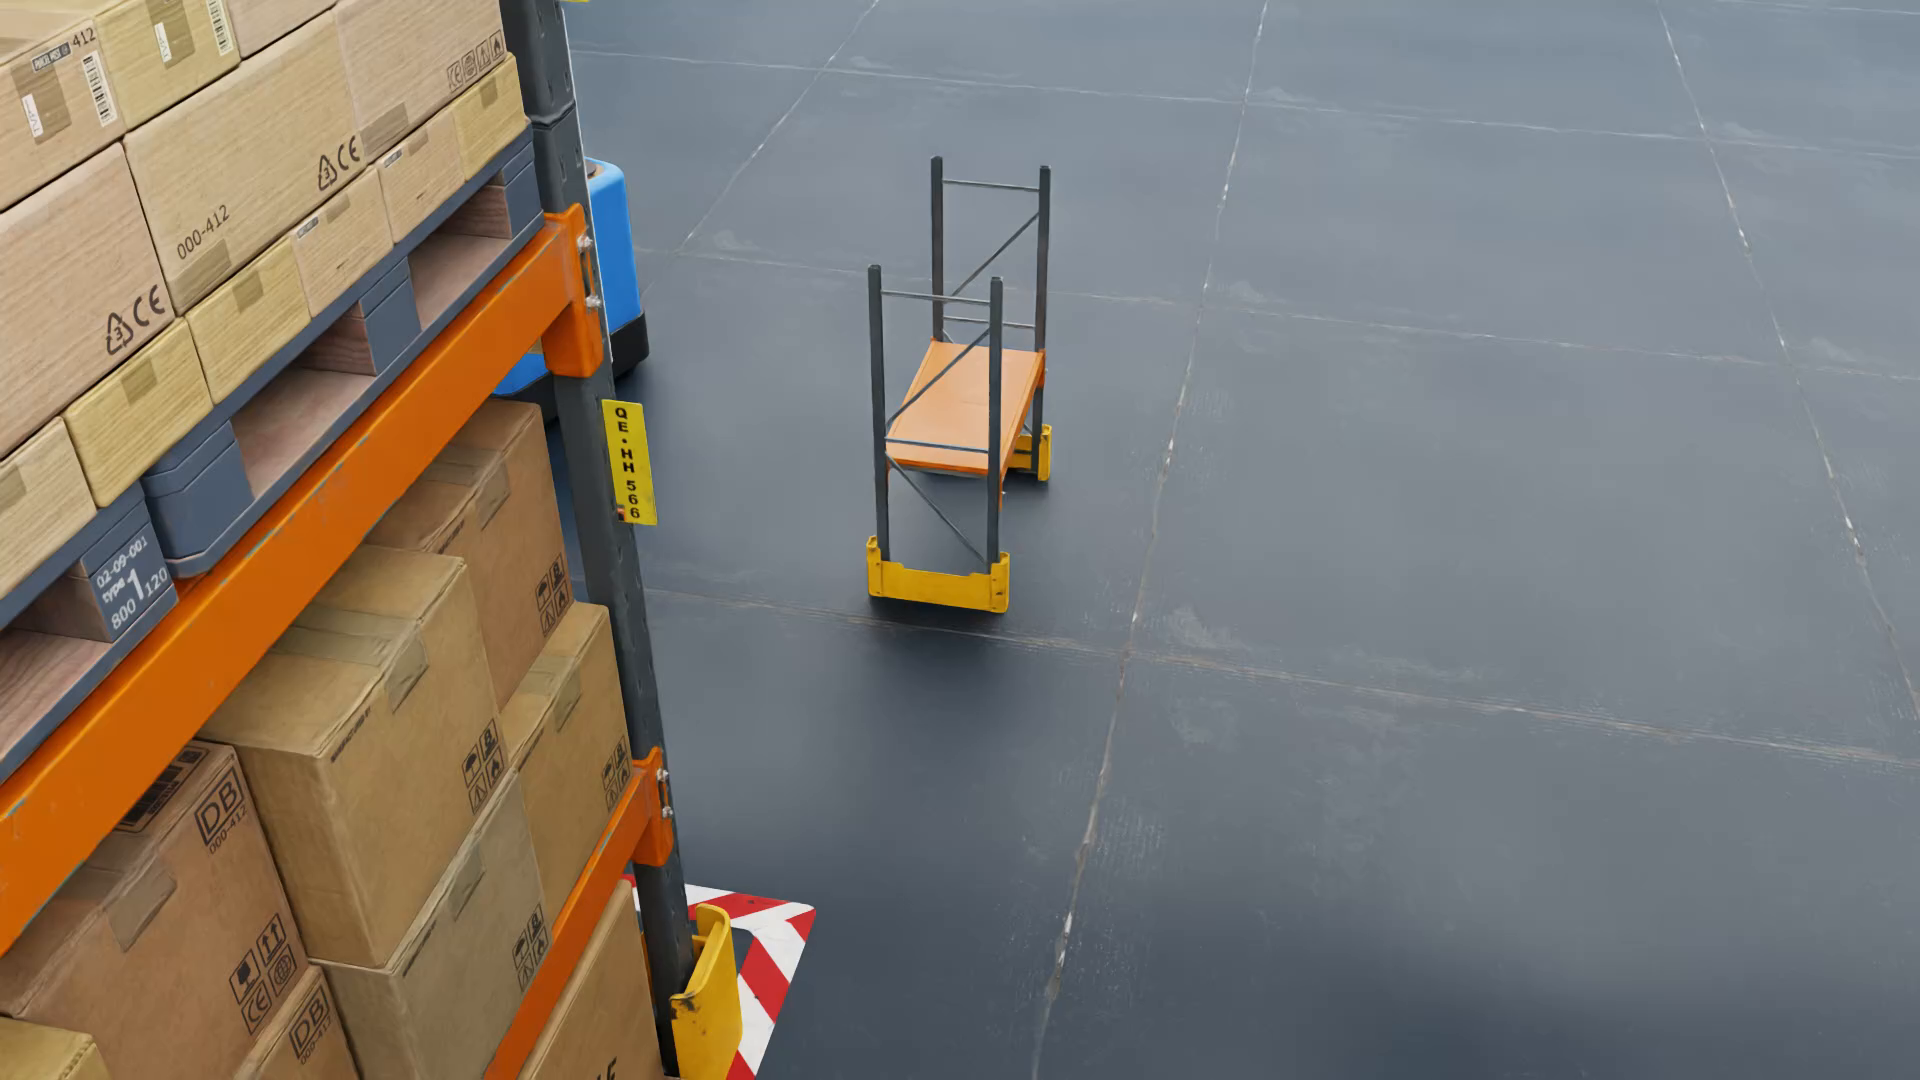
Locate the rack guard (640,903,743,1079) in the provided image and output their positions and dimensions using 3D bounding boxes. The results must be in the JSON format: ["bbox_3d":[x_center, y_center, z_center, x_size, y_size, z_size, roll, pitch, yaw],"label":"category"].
[{"bbox_3d":[-1.267,1.316,5.008,1.175,0.500,0.348,7,37,10],"label":"rack guard"}]

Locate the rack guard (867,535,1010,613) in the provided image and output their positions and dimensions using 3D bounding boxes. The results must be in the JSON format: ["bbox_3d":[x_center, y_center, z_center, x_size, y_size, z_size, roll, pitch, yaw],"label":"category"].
[{"bbox_3d":[-0.090,0.141,6.843,0.587,0.250,0.087,7,37,10],"label":"rack guard"}]

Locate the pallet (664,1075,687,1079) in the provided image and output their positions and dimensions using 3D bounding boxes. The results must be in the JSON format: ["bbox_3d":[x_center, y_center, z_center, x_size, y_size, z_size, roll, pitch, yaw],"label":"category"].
[{"bbox_3d":[-1.367,1.915,4.428,1.003,0.211,1.213,7,37,10],"label":"pallet"}]

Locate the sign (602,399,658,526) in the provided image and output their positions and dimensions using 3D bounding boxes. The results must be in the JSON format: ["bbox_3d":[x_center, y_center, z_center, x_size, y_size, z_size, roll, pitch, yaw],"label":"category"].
[{"bbox_3d":[-0.745,-0.171,3.742,0.100,0.325,0.005,7,37,10],"label":"sign"}]

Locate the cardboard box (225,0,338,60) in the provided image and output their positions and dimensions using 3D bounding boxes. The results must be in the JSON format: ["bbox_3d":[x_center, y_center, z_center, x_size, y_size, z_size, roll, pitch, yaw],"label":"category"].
[{"bbox_3d":[-1.122,-0.803,2.338,0.380,0.149,0.250,8,37,11],"label":"cardboard box"}]

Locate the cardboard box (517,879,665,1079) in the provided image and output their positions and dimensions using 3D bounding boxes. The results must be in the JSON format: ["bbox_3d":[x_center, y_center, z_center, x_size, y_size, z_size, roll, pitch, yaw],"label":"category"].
[{"bbox_3d":[-1.353,1.405,4.208,0.875,0.875,0.875,8,37,10],"label":"cardboard box"}]

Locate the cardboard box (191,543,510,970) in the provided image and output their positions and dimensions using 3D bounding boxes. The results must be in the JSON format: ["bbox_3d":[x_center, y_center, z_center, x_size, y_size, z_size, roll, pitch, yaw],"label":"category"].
[{"bbox_3d":[-1.417,0.354,3.157,0.875,0.550,0.550,7,37,10],"label":"cardboard box"}]

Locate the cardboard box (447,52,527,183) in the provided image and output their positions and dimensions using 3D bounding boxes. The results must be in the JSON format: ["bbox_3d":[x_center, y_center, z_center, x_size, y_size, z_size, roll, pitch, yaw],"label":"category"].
[{"bbox_3d":[-1.012,-0.773,2.975,0.380,0.149,0.250,7,37,10],"label":"cardboard box"}]

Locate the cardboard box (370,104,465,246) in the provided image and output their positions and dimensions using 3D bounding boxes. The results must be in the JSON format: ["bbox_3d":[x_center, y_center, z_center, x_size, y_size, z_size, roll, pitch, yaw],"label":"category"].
[{"bbox_3d":[-1.067,-0.628,2.776,0.380,0.149,0.250,8,37,10],"label":"cardboard box"}]

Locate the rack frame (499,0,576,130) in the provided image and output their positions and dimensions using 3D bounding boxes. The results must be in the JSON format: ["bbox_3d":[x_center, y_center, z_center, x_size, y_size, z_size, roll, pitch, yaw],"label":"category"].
[{"bbox_3d":[-1.272,-2.112,2.495,1.000,3.000,0.127,7,37,10],"label":"rack frame"}]

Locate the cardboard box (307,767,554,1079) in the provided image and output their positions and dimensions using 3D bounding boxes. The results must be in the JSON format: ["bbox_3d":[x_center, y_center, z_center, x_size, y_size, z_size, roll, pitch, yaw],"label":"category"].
[{"bbox_3d":[-1.403,0.793,3.472,0.875,0.550,0.550,7,37,10],"label":"cardboard box"}]

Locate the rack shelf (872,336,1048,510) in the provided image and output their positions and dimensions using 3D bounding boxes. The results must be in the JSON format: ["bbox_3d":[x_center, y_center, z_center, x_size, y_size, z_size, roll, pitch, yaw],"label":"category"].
[{"bbox_3d":[0.018,-0.511,6.983,0.538,0.185,1.000,7,37,10],"label":"rack shelf"}]

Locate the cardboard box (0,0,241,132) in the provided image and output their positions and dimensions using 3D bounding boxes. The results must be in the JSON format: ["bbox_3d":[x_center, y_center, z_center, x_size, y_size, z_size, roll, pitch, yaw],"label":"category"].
[{"bbox_3d":[-1.176,-0.655,2.133,0.380,0.149,0.250,8,37,11],"label":"cardboard box"}]

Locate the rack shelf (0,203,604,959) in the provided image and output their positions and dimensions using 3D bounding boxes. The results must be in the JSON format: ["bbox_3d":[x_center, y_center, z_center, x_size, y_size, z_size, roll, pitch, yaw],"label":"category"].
[{"bbox_3d":[-1.699,0.541,2.005,1.077,0.370,4.000,7,37,10],"label":"rack shelf"}]

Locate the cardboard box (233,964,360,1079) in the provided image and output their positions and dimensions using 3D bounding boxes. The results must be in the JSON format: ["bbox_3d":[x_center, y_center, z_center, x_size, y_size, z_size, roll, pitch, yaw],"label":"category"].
[{"bbox_3d":[-1.646,1.099,3.050,0.875,0.550,0.550,7,37,10],"label":"cardboard box"}]

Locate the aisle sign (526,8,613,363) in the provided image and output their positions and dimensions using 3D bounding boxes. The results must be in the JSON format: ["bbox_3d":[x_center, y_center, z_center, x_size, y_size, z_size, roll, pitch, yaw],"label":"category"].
[{"bbox_3d":[-0.964,-0.738,3.497,0.394,0.787,0.004,7,37,10],"label":"aisle sign"}]

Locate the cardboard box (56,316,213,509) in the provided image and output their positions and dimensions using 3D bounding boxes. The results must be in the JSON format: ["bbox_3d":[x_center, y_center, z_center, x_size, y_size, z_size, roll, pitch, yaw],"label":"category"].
[{"bbox_3d":[-1.230,-0.189,2.170,0.380,0.149,0.250,7,36,9],"label":"cardboard box"}]

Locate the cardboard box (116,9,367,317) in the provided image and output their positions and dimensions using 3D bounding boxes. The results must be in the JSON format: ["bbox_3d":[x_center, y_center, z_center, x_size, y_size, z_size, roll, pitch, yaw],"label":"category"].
[{"bbox_3d":[-1.211,-0.565,2.349,0.500,0.250,0.500,7,37,10],"label":"cardboard box"}]

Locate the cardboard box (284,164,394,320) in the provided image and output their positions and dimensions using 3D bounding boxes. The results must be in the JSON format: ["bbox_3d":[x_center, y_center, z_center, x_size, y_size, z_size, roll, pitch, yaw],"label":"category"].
[{"bbox_3d":[-1.121,-0.481,2.573,0.380,0.149,0.250,8,37,11],"label":"cardboard box"}]

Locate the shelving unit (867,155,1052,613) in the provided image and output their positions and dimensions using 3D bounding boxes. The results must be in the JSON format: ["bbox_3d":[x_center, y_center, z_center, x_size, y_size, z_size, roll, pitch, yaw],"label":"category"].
[{"bbox_3d":[0.016,-0.651,6.870,0.587,1.500,1.083,7,37,10],"label":"shelving unit"}]

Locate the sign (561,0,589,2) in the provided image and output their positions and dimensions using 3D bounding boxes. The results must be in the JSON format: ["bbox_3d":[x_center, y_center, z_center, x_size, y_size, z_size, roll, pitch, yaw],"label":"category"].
[{"bbox_3d":[-0.745,-1.148,3.034,0.100,0.325,0.005,7,37,10],"label":"sign"}]

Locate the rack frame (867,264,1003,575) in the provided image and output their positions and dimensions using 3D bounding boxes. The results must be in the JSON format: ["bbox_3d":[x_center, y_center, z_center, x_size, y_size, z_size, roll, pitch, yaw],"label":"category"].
[{"bbox_3d":[-0.090,-0.365,6.475,0.500,1.500,0.032,7,37,10],"label":"rack frame"}]

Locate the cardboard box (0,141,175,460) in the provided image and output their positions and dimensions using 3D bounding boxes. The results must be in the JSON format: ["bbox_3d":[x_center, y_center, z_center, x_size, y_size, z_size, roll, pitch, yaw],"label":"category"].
[{"bbox_3d":[-1.320,-0.277,1.952,0.500,0.250,0.500,7,37,10],"label":"cardboard box"}]

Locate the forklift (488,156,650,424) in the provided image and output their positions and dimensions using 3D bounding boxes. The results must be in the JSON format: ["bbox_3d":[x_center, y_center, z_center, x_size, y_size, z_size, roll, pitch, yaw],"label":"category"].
[{"bbox_3d":[-3.102,-2.294,7.918,3.031,2.935,1.130,20,40,25],"label":"forklift"}]

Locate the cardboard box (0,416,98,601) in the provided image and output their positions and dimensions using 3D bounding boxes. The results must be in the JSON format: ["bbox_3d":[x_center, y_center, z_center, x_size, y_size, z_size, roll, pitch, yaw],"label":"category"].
[{"bbox_3d":[-1.284,-0.044,1.970,0.380,0.149,0.250,8,37,10],"label":"cardboard box"}]

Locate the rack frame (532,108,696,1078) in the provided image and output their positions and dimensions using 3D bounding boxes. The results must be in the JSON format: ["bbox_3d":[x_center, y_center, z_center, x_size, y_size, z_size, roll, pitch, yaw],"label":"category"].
[{"bbox_3d":[-1.272,0.318,4.256,1.000,3.000,0.127,7,37,10],"label":"rack frame"}]

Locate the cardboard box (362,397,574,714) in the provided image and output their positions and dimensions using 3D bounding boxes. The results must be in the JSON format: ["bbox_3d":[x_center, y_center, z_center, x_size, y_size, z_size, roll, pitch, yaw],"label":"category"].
[{"bbox_3d":[-1.389,0.027,3.608,0.875,0.550,0.550,7,37,10],"label":"cardboard box"}]

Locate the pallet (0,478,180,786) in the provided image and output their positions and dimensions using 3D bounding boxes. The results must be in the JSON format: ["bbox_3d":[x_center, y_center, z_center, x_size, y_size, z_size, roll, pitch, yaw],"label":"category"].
[{"bbox_3d":[-1.679,0.267,1.845,1.003,0.211,1.213,7,37,10],"label":"pallet"}]

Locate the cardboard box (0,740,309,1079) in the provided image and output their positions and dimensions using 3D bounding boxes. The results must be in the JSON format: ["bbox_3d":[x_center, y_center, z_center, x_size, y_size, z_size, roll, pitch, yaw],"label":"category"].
[{"bbox_3d":[-1.669,0.658,2.738,0.875,0.550,0.550,7,37,10],"label":"cardboard box"}]

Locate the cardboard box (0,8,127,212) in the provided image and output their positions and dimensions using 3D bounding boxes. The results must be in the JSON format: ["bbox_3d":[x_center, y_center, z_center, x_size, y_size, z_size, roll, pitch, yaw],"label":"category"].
[{"bbox_3d":[-1.231,-0.512,1.935,0.380,0.149,0.250,7,37,10],"label":"cardboard box"}]

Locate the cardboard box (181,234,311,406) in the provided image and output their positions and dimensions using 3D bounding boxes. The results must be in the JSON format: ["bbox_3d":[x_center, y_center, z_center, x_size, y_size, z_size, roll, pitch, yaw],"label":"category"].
[{"bbox_3d":[-1.176,-0.336,2.373,0.380,0.149,0.250,8,37,10],"label":"cardboard box"}]

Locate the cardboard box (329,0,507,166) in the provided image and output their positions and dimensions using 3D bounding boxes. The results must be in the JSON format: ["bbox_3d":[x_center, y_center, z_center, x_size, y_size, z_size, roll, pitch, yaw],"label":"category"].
[{"bbox_3d":[-1.104,-0.852,2.744,0.500,0.250,0.500,8,37,11],"label":"cardboard box"}]

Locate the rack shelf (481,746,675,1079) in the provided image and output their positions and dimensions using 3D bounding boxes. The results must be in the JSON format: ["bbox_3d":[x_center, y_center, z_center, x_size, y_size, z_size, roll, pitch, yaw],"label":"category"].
[{"bbox_3d":[-1.699,1.755,2.885,1.077,0.370,4.000,7,37,10],"label":"rack shelf"}]

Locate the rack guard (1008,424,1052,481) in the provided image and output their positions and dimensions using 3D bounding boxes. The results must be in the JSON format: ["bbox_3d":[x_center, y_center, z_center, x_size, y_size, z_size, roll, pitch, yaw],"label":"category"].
[{"bbox_3d":[0.123,-0.430,7.631,0.587,0.250,0.087,7,37,10],"label":"rack guard"}]

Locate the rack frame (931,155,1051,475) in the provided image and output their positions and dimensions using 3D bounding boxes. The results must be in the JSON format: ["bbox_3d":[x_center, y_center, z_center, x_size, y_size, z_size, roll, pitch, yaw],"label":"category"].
[{"bbox_3d":[0.127,-0.948,7.279,0.500,1.500,0.032,7,37,10],"label":"rack frame"}]

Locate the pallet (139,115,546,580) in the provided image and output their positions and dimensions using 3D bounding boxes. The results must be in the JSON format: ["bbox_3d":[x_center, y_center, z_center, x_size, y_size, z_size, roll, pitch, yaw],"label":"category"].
[{"bbox_3d":[-1.421,-0.435,2.813,1.003,0.211,1.213,7,37,10],"label":"pallet"}]

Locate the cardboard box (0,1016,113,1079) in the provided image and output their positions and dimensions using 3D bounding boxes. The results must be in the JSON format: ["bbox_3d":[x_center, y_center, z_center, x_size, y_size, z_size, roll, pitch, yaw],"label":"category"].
[{"bbox_3d":[-1.655,0.978,2.296,0.875,0.550,0.500,7,37,10],"label":"cardboard box"}]

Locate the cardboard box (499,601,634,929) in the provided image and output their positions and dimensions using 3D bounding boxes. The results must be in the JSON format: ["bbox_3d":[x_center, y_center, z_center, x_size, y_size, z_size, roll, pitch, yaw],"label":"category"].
[{"bbox_3d":[-1.307,0.475,3.911,0.875,0.550,0.550,7,37,10],"label":"cardboard box"}]
